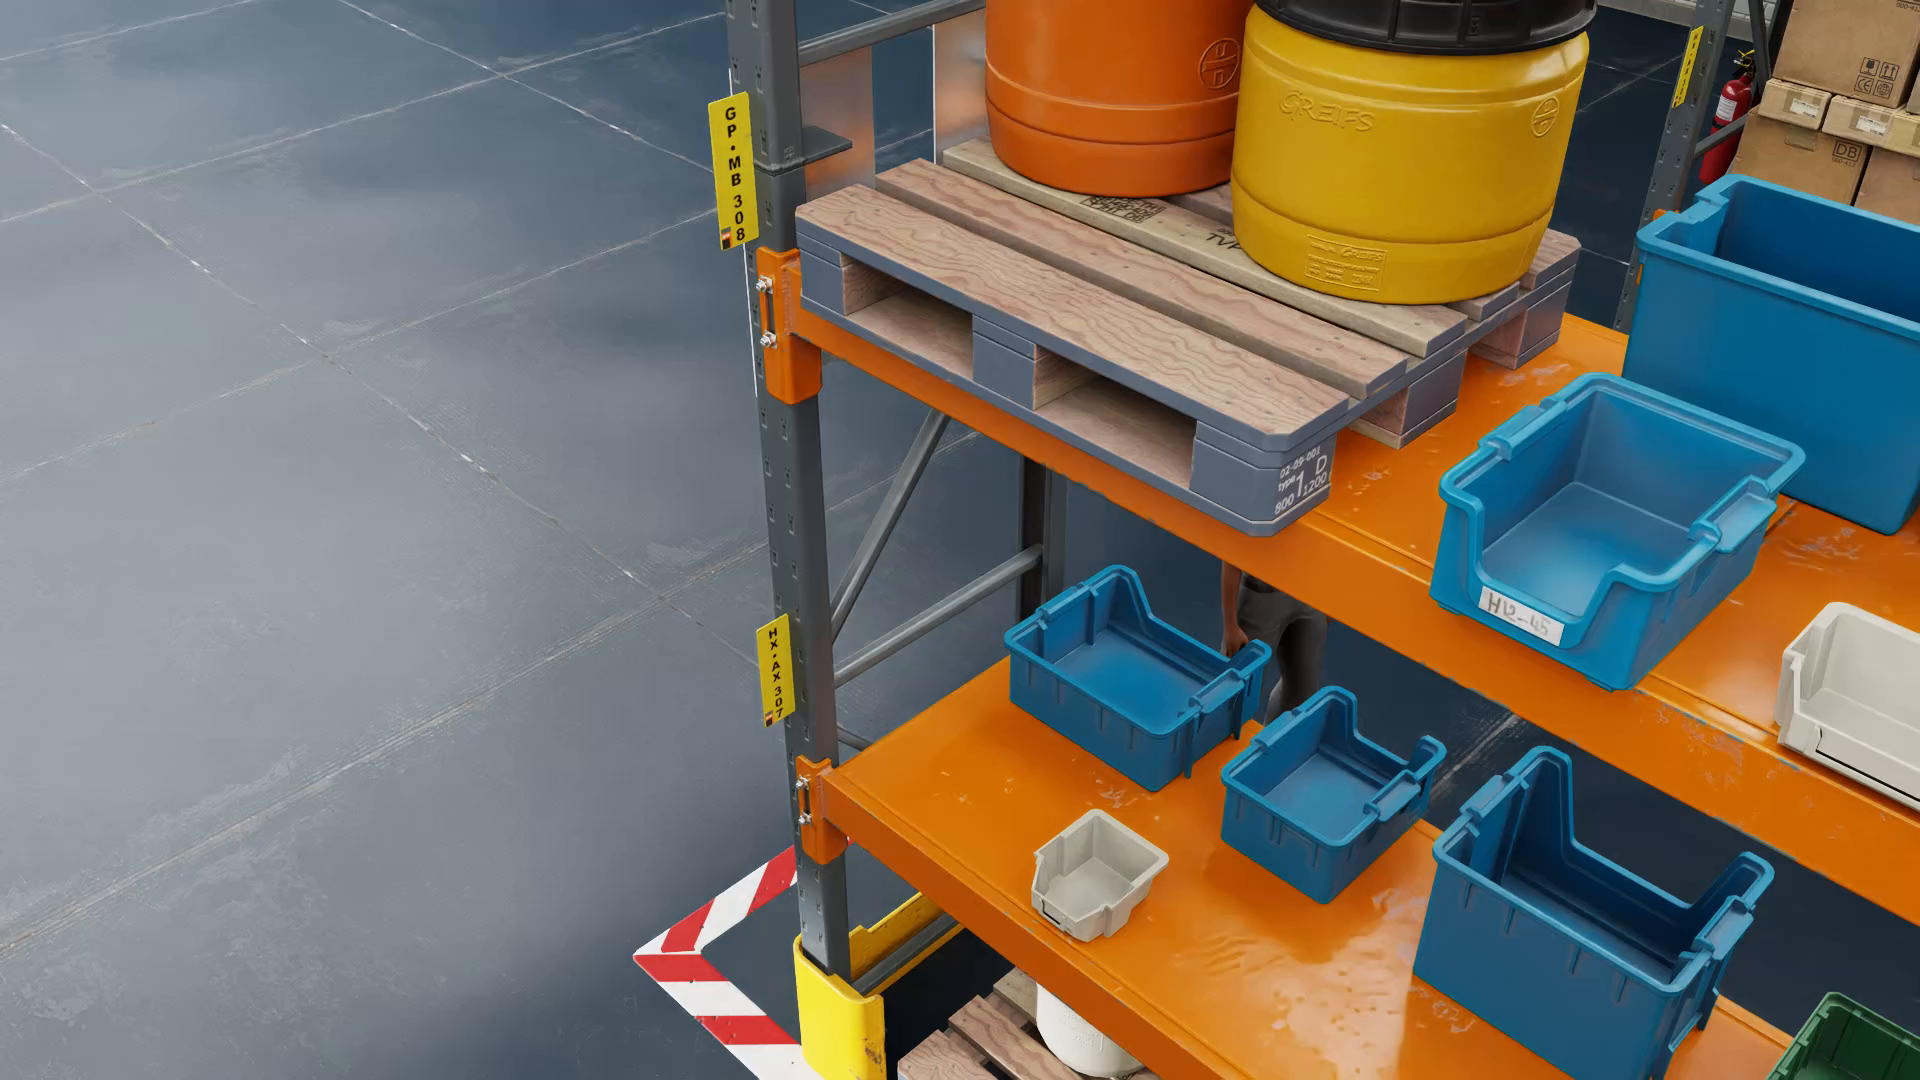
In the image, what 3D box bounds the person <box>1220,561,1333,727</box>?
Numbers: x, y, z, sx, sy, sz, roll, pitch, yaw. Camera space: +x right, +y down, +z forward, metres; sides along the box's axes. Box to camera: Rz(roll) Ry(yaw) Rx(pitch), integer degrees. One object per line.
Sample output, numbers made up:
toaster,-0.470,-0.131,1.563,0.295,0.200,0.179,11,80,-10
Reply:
person,1.124,0.257,5.794,0.521,1.653,0.402,-18,39,-23
